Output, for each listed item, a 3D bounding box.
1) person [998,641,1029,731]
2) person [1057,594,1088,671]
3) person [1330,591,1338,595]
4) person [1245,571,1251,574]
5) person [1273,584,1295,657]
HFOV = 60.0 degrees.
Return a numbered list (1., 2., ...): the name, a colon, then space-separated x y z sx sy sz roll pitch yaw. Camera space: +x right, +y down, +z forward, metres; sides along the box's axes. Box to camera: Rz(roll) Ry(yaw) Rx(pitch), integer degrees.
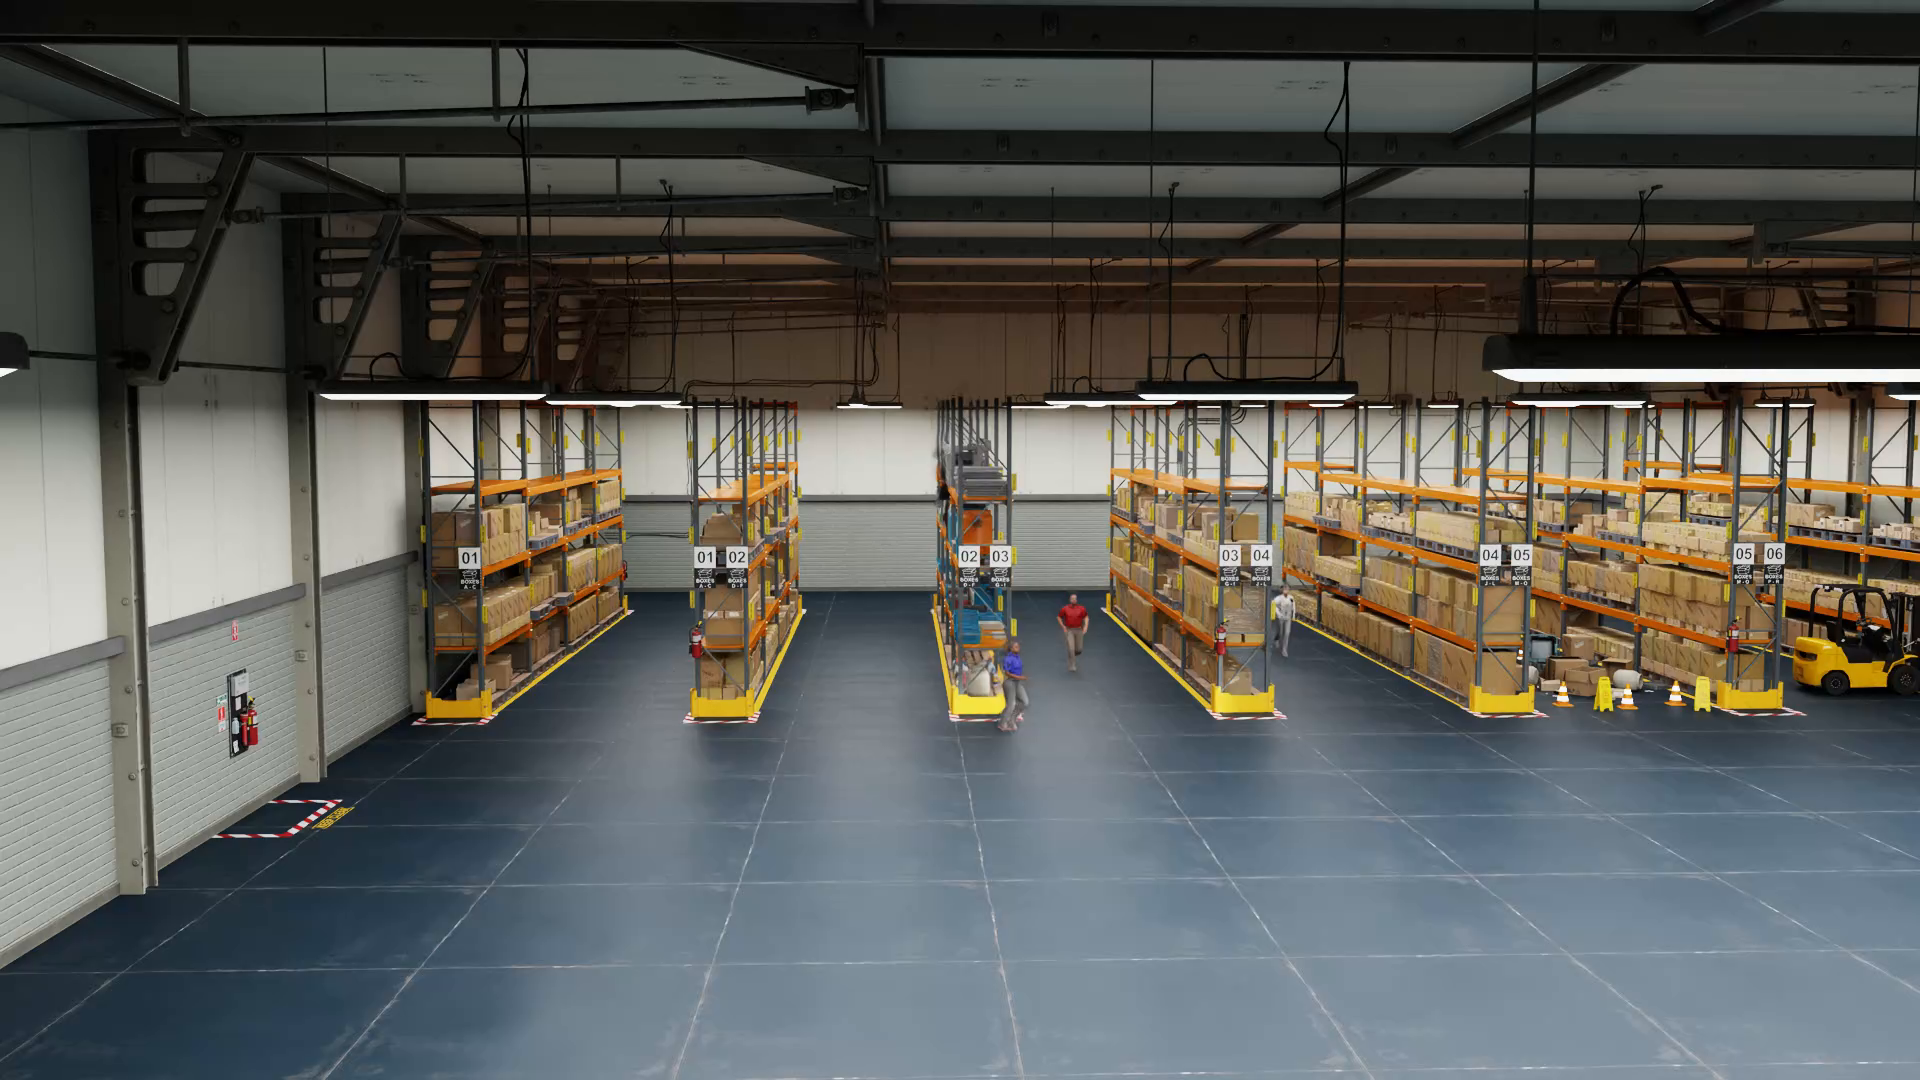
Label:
1. person: 0.994 2.616 29.730 0.652 1.652 0.607 3 5 31
2. person: 2.501 2.030 36.864 0.705 1.675 0.708 -1 4 -8
3. person: 11.156 1.094 49.327 0.501 1.657 0.574 -1 5 -18
4. person: 8.046 1.253 47.111 0.732 1.668 0.539 1 5 18
5. person: 7.637 1.863 39.259 0.640 1.686 0.918 -1 4 -8
